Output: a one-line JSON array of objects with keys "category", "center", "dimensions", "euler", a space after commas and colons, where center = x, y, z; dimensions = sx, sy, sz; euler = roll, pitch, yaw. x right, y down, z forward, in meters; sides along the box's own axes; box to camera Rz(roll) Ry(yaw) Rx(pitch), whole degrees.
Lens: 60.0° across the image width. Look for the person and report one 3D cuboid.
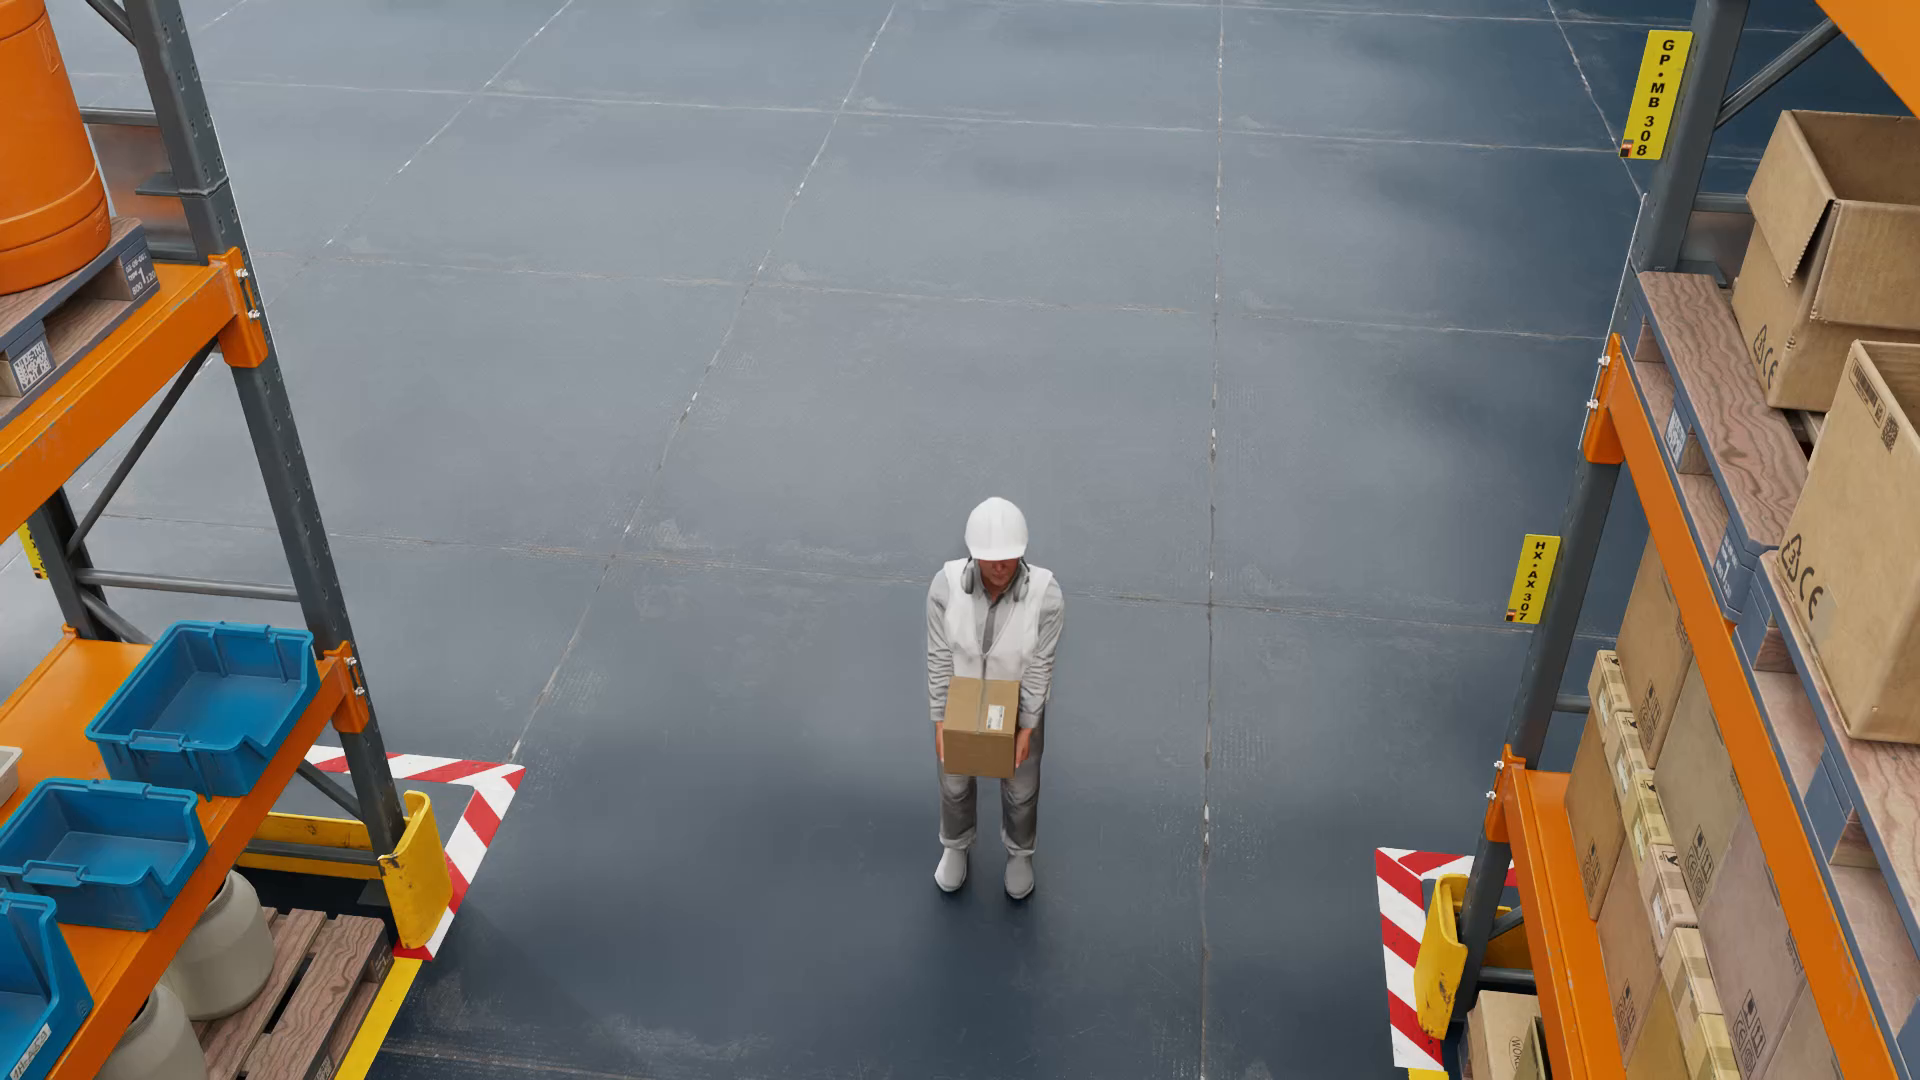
[{"category": "person", "center": [0.118, 0.643, 6.135], "dimensions": [0.495, 1.772, 0.554], "euler": [4, 36, 5]}]
